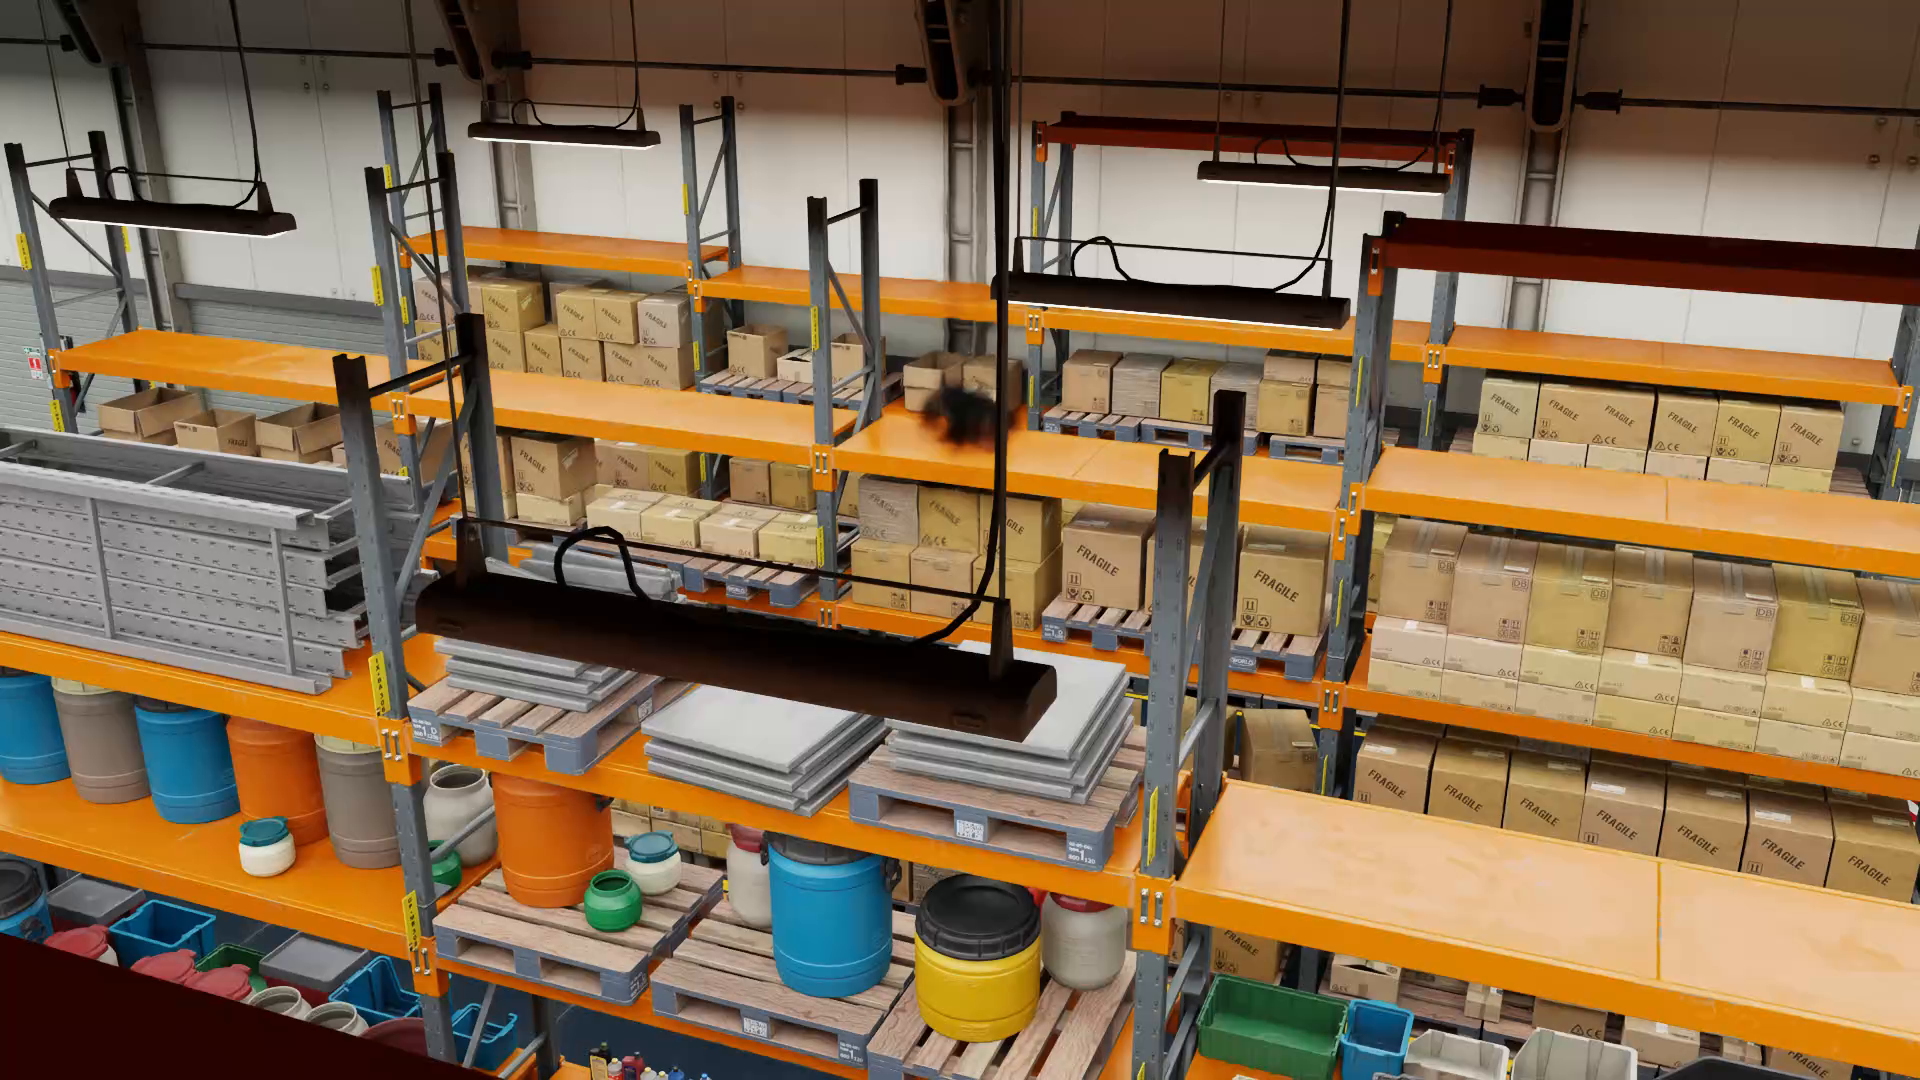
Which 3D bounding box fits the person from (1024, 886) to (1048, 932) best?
[{"bbox_3d":[0.436,2.903,11.615,0.921,1.752,0.657,6,22,15],"label":"person"}]
